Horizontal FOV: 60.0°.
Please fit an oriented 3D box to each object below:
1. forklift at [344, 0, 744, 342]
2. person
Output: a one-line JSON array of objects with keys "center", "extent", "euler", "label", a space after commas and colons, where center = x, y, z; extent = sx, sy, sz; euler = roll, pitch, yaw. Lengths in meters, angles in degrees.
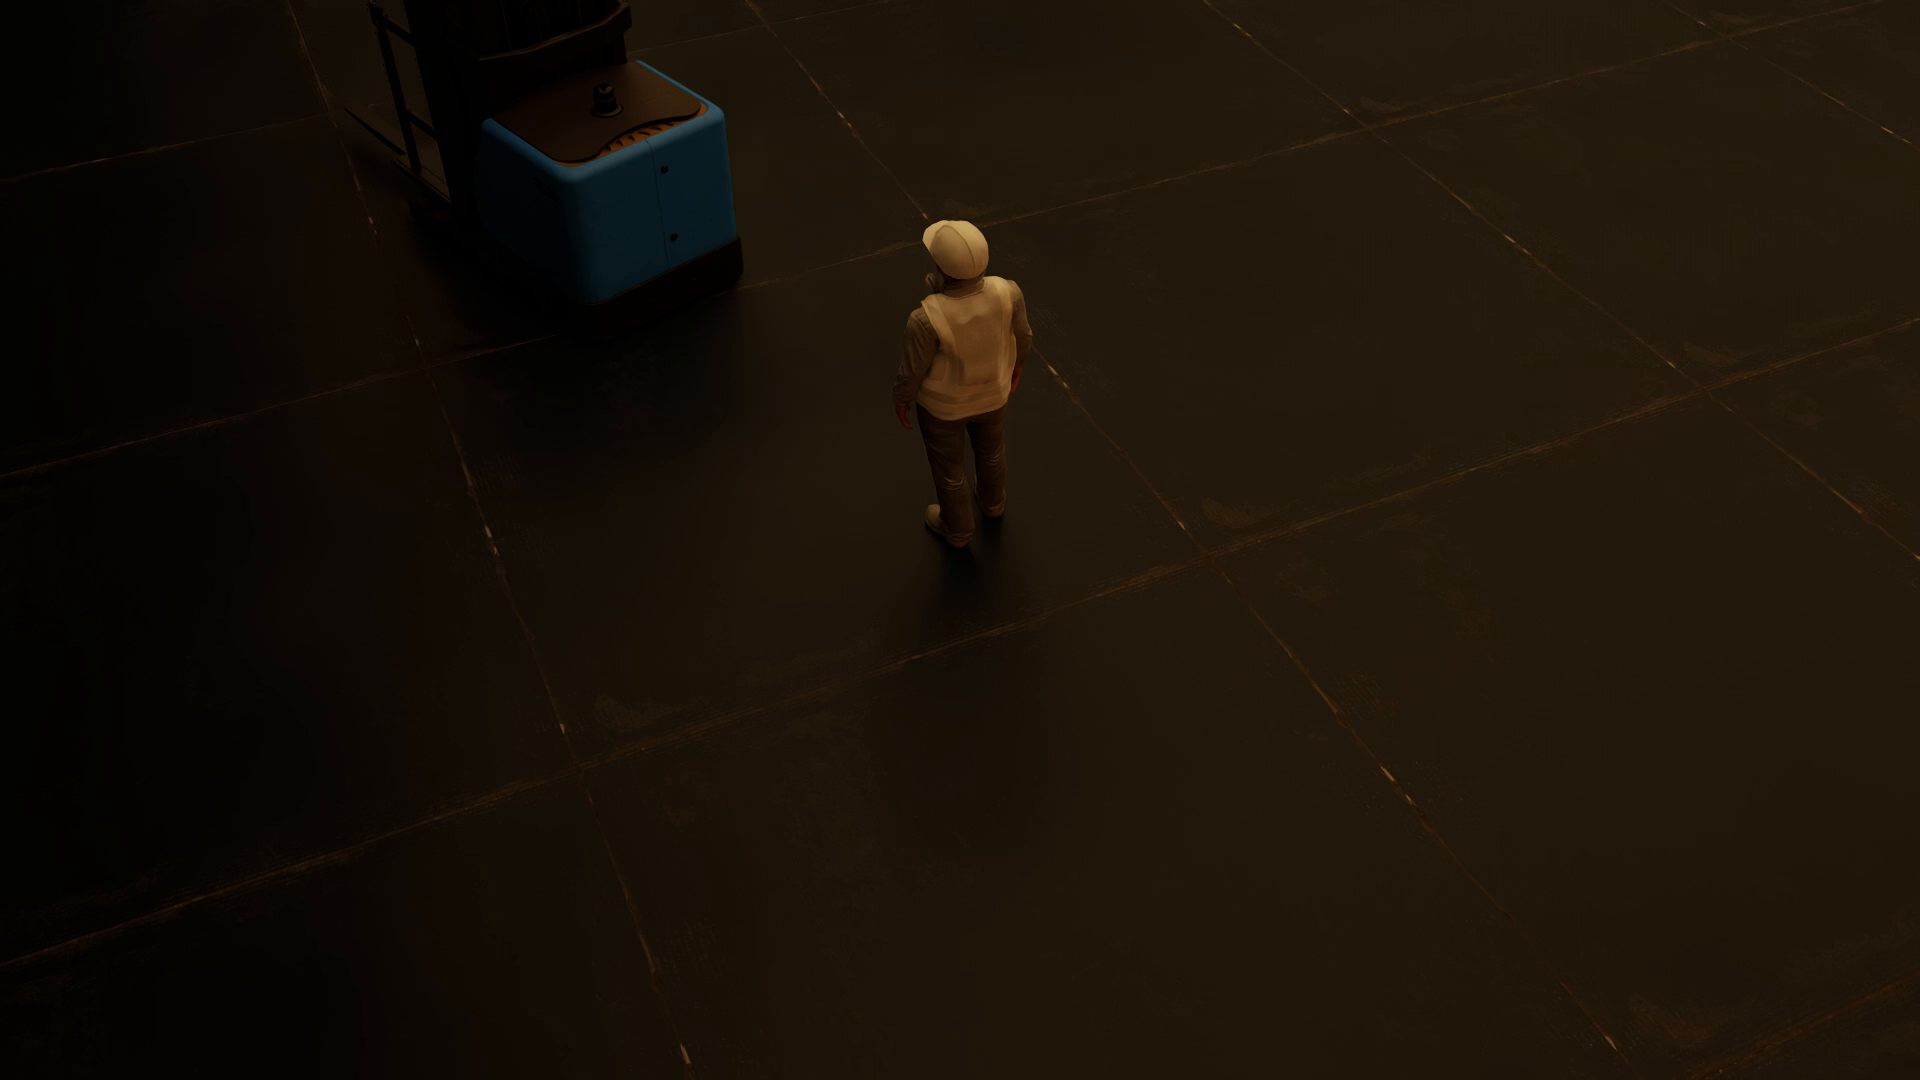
[{"center": [-2.588, -3.040, 8.938], "extent": [1.130, 2.935, 3.031], "euler": [-33, 52, -30], "label": "forklift"}, {"center": [-0.020, -0.695, 7.262], "extent": [0.633, 1.775, 0.566], "euler": [-18, 46, -18], "label": "person"}]
